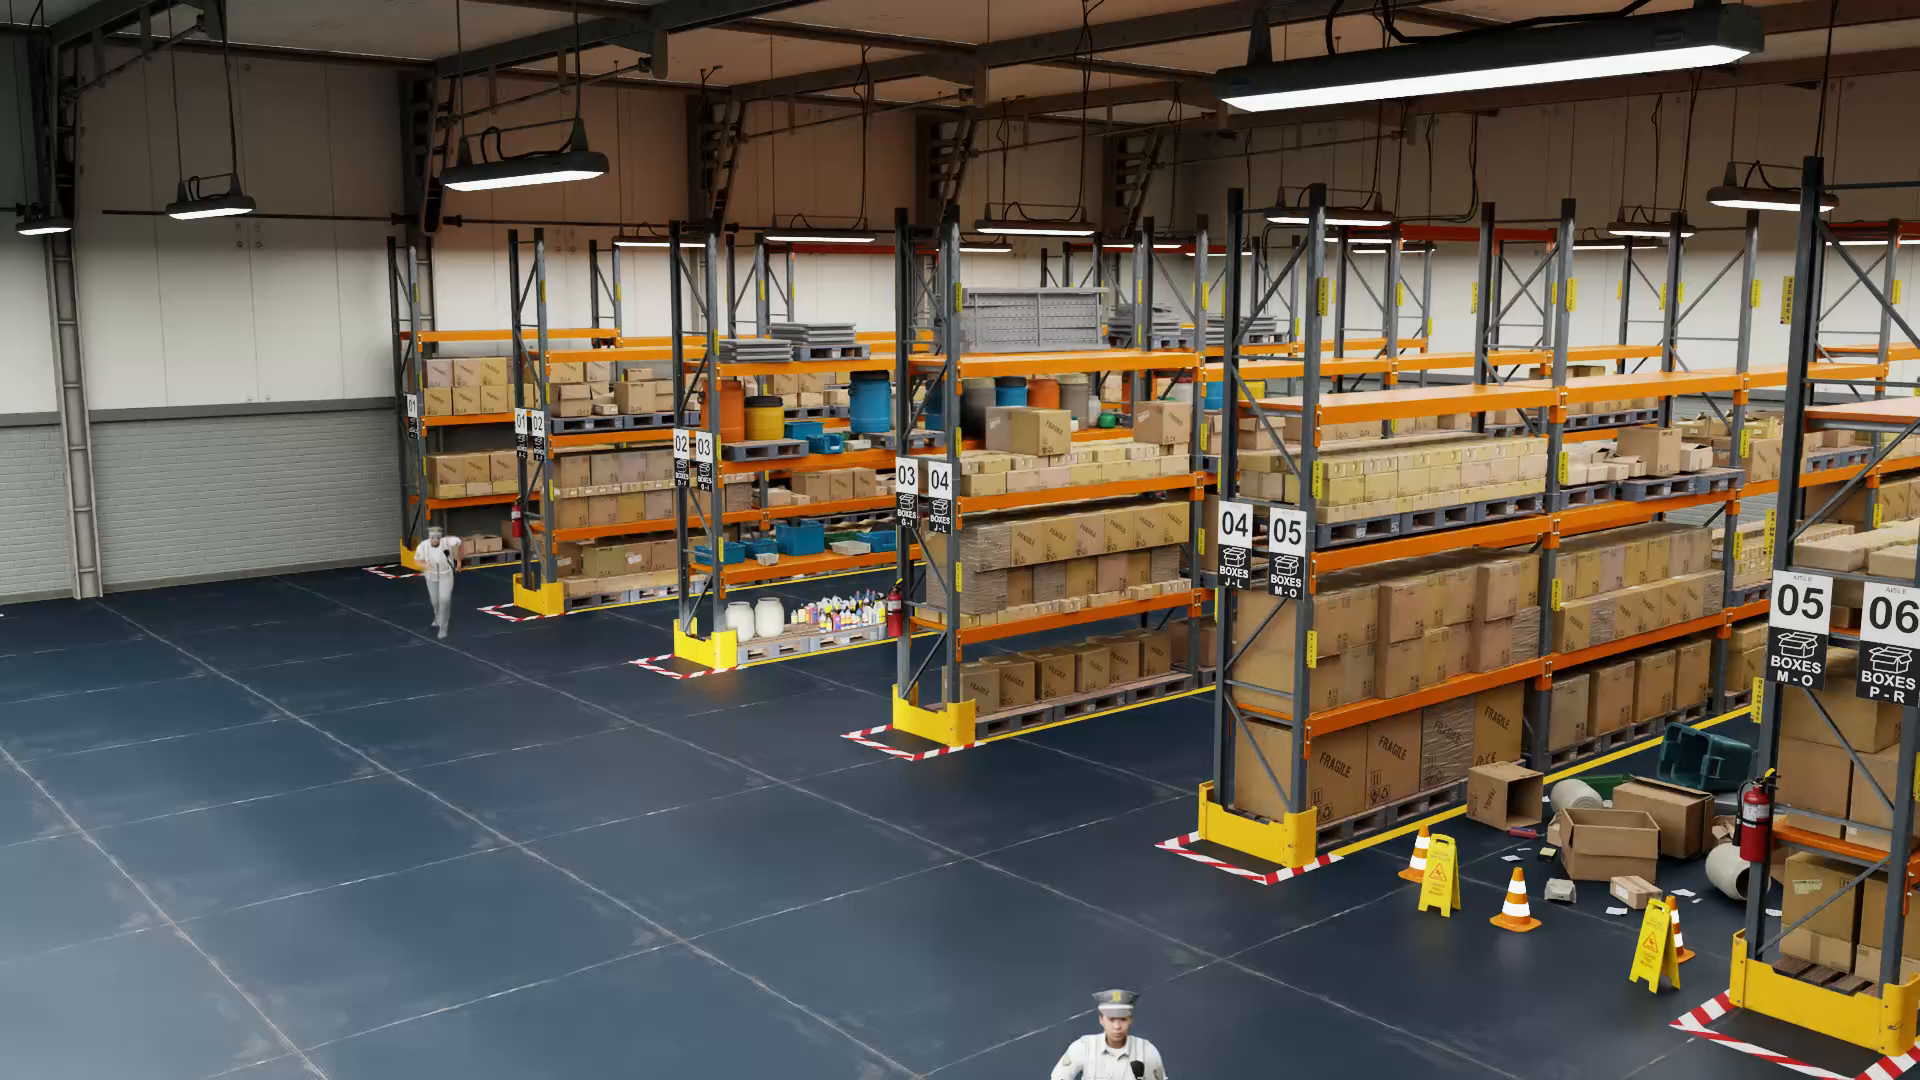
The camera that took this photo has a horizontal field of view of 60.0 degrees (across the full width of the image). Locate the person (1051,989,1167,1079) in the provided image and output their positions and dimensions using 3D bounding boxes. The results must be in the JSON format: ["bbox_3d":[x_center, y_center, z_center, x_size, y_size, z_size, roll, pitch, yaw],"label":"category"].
[{"bbox_3d":[0.775,3.071,8.454,0.608,1.651,0.540,0,9,0],"label":"person"}]

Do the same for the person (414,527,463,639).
[{"bbox_3d":[-7.716,0.600,24.686,0.705,1.718,1.023,-2,9,-14],"label":"person"}]
